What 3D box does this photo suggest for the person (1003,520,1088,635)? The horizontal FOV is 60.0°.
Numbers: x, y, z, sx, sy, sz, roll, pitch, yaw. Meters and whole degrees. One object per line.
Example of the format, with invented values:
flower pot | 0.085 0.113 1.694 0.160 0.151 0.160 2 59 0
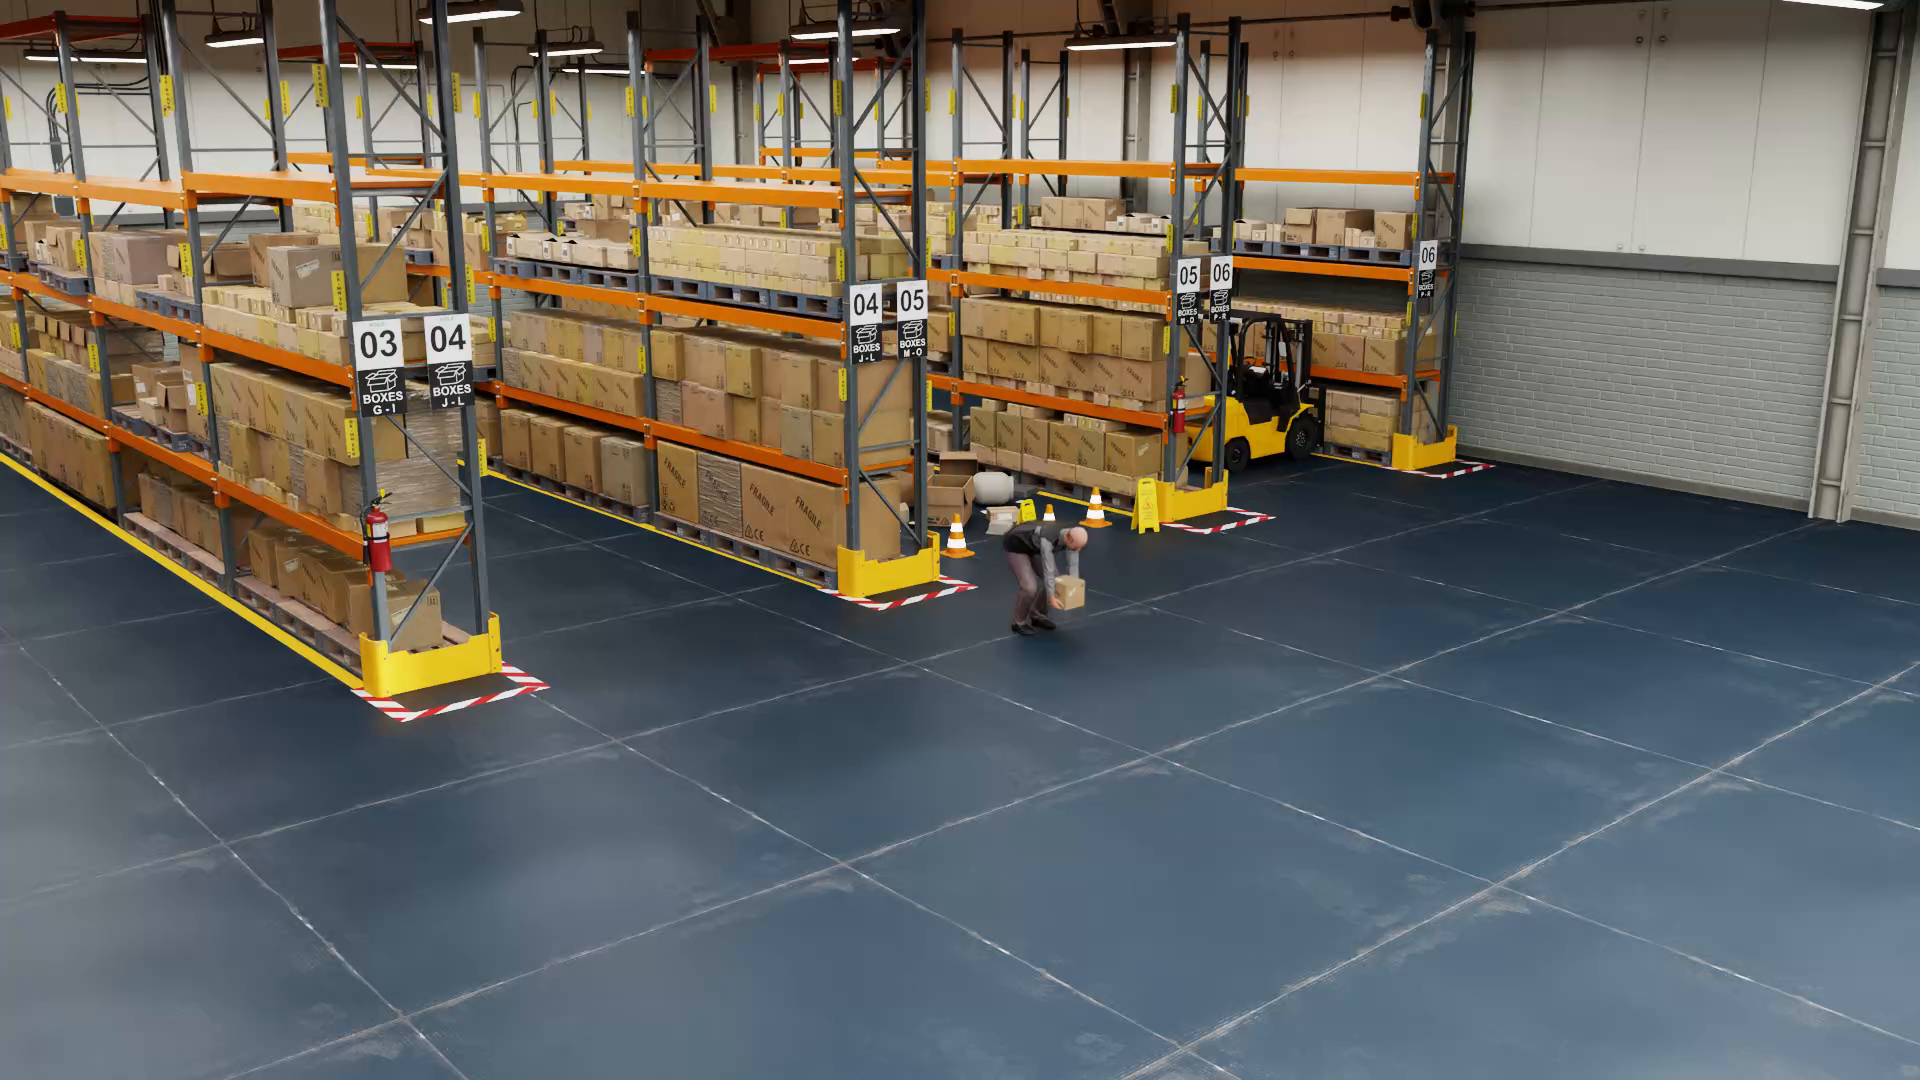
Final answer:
person | 0.835 0.358 15.856 0.492 1.123 0.943 -13 19 -42
